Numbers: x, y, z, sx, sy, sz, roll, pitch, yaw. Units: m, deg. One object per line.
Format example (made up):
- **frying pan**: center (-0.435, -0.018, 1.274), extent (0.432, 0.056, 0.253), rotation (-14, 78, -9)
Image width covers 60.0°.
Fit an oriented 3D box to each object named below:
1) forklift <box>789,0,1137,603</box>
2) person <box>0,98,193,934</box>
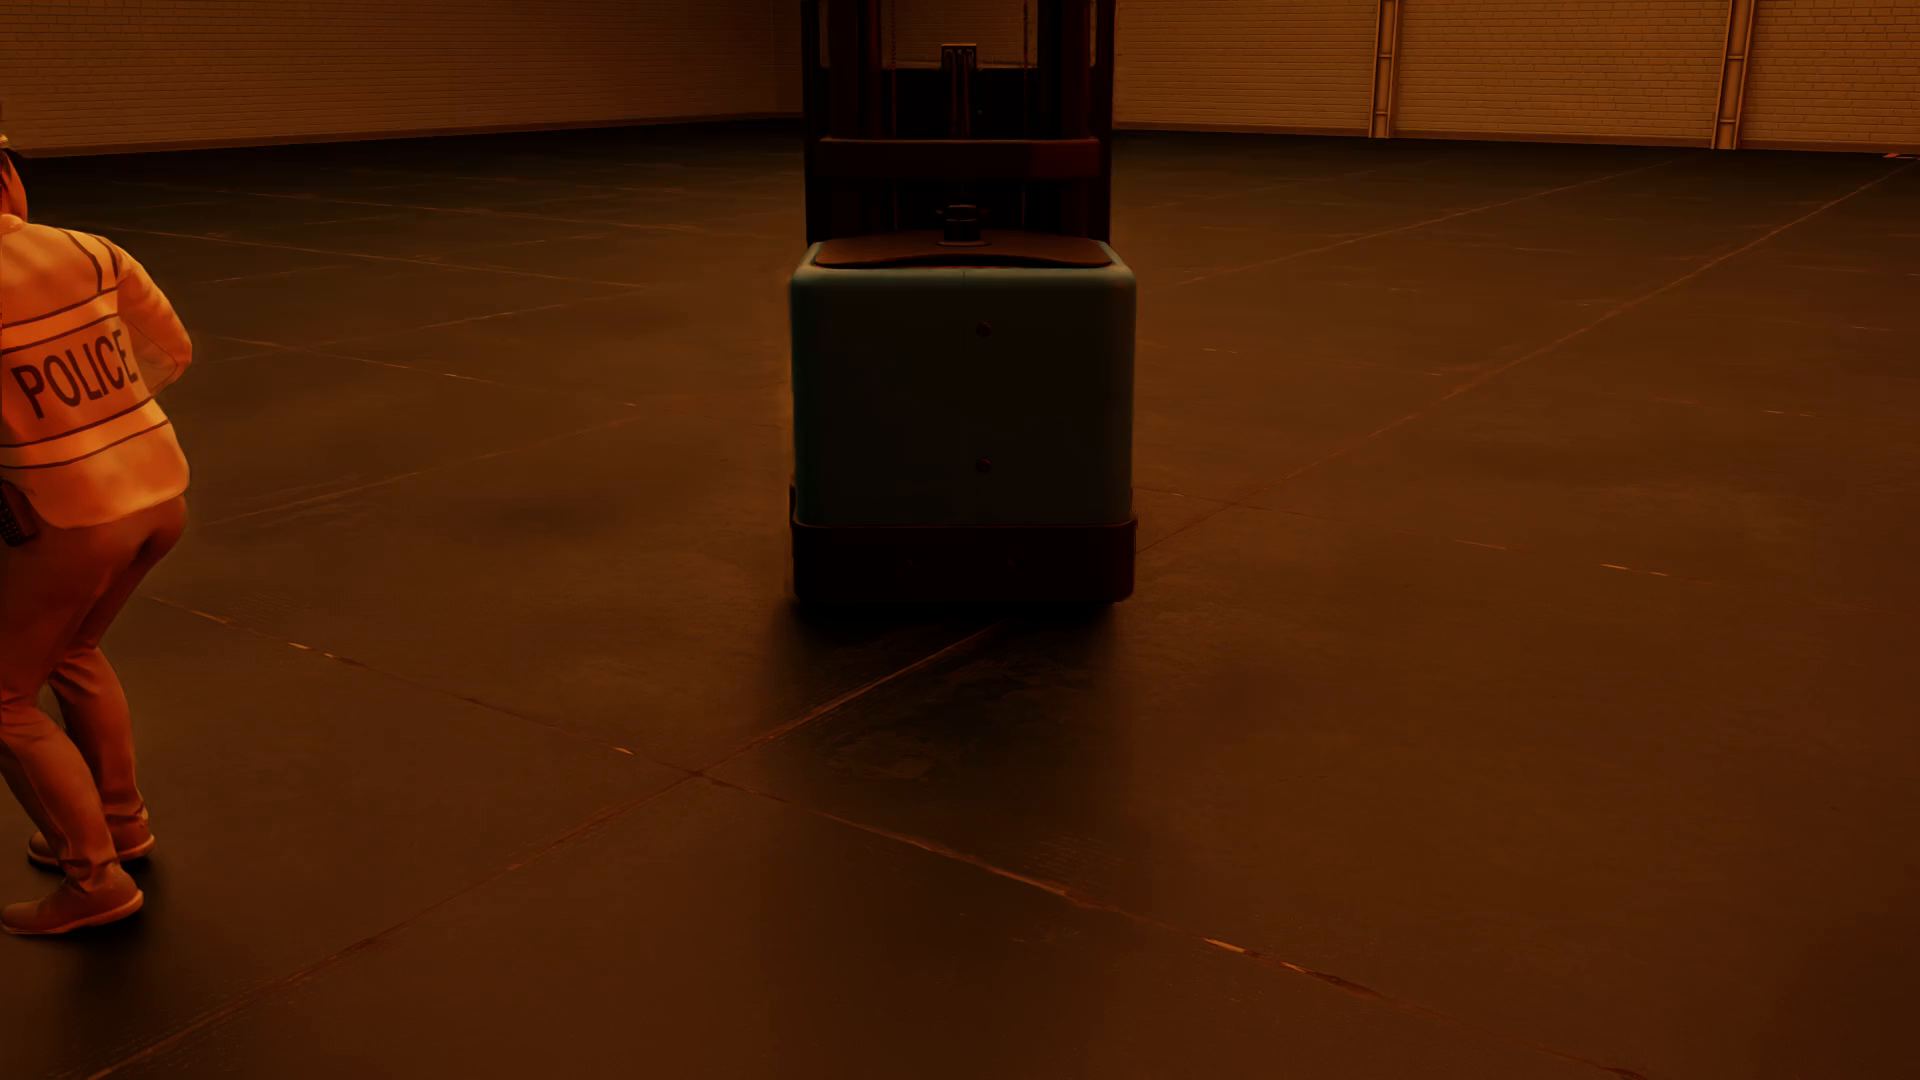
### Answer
- **forklift**: center (-0.012, -1.579, 6.114), extent (1.130, 2.935, 3.031), rotation (0, 17, -1)
- **person**: center (-1.855, -0.032, 3.298), extent (0.561, 1.633, 0.732), rotation (5, 17, 17)
